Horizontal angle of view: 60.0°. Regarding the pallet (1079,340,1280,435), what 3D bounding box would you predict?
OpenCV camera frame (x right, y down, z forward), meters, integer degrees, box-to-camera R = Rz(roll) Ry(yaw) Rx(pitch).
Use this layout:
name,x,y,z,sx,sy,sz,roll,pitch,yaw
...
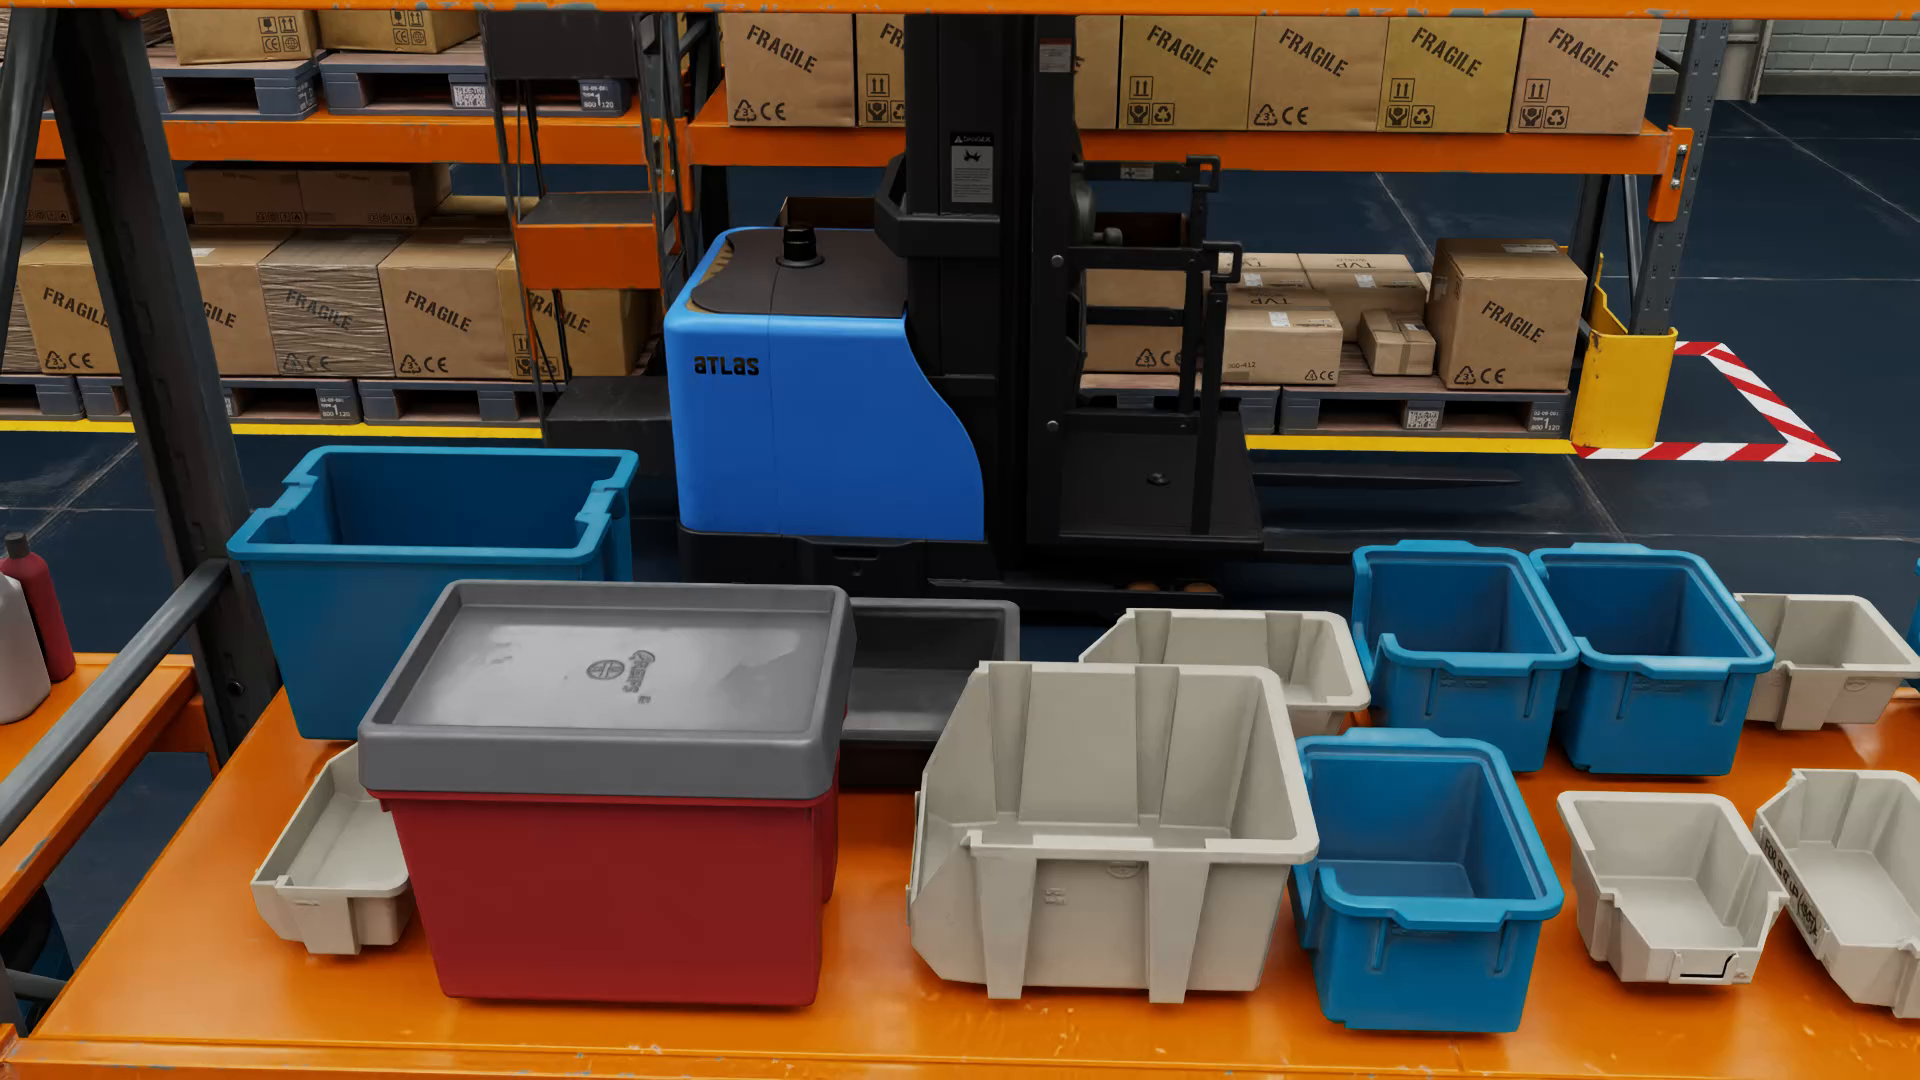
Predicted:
name,x,y,z,sx,sy,sz,roll,pitch,yaw
pallet,0.763,-0.784,7.504,1.213,0.211,1.003,1,28,2

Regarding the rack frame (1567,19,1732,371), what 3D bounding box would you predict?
name,x,y,z,sx,sy,sz,roll,pitch,yaw
rack frame,2.852,-1.981,6.784,0.127,3.000,1.000,1,28,2

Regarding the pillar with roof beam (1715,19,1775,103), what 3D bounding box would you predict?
name,x,y,z,sx,sy,sz,roll,pitch,yaw
pillar with roof beam,5.600,-5.295,6.632,0.400,9.000,9.100,1,28,2

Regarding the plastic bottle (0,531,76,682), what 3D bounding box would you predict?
name,x,y,z,sx,sy,sz,roll,pitch,yaw
plastic bottle,-1.676,0.117,2.951,0.133,0.283,0.061,1,28,2

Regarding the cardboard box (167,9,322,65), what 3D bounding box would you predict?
name,x,y,z,sx,sy,sz,roll,pitch,yaw
cardboard box,-2.914,-2.277,6.788,0.500,0.500,0.700,-6,29,-11

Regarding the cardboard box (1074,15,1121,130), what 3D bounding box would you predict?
name,x,y,z,sx,sy,sz,roll,pitch,yaw
cardboard box,0.365,-1.939,6.598,0.500,0.500,0.500,1,28,2

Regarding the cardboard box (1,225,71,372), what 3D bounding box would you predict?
name,x,y,z,sx,sy,sz,roll,pitch,yaw
cardboard box,-4.175,-1.056,7.238,0.500,0.500,0.500,0,28,0

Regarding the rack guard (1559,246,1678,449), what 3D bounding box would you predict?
name,x,y,z,sx,sy,sz,roll,pitch,yaw
rack guard,2.776,-0.878,7.372,0.348,0.500,1.175,1,28,2

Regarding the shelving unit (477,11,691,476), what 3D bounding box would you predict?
name,x,y,z,sx,sy,sz,roll,pitch,yaw
shelving unit,-1.234,-0.952,5.794,0.503,2.100,0.431,0,28,2

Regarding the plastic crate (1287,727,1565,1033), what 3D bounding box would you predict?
name,x,y,z,sx,sy,sz,roll,pitch,yaw
plastic crate,0.612,0.471,2.273,0.300,0.233,0.416,1,28,2

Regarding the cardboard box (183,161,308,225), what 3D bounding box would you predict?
name,x,y,z,sx,sy,sz,roll,pitch,yaw
cardboard box,-3.122,-1.615,7.492,0.500,0.250,0.500,0,28,1

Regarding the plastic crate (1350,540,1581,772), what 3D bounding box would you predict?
name,x,y,z,sx,sy,sz,roll,pitch,yaw
plastic crate,0.822,0.200,2.785,0.300,0.233,0.416,1,28,2

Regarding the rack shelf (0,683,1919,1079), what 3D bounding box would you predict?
name,x,y,z,sx,sy,sz,roll,pitch,yaw
rack shelf,0.674,0.622,2.641,4.000,0.370,1.077,1,28,2

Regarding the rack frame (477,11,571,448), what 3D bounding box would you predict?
name,x,y,z,sx,sy,sz,roll,pitch,yaw
rack frame,-1.478,-0.952,5.804,0.015,2.100,0.400,0,28,2

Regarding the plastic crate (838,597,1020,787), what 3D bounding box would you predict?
name,x,y,z,sx,sy,sz,roll,pitch,yaw
plastic crate,-0.196,0.259,2.788,0.590,0.125,0.437,1,28,2

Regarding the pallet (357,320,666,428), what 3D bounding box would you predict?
name,x,y,z,sx,sy,sz,roll,pitch,yaw
pallet,-1.960,-0.811,7.554,1.213,0.211,1.003,1,28,2

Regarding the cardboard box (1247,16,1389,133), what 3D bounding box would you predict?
name,x,y,z,sx,sy,sz,roll,pitch,yaw
cardboard box,1.377,-1.923,6.568,0.500,0.500,0.500,1,28,2

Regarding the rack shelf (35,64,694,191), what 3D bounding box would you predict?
name,x,y,z,sx,sy,sz,roll,pitch,yaw
rack shelf,-3.145,-1.762,7.140,4.000,0.370,1.077,1,28,2

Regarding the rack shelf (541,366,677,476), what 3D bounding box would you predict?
name,x,y,z,sx,sy,sz,roll,pitch,yaw
rack shelf,-1.219,-0.322,6.127,0.480,0.518,0.431,0,28,2

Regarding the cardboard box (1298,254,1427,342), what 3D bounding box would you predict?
name,x,y,z,sx,sy,sz,roll,pitch,yaw
cardboard box,1.818,-1.110,7.608,0.500,0.250,0.500,1,28,2

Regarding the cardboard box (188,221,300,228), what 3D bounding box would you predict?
name,x,y,z,sx,sy,sz,roll,pitch,yaw
cardboard box,-3.159,-1.283,7.667,0.500,0.500,0.500,0,28,0

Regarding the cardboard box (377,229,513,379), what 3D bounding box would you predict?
name,x,y,z,sx,sy,sz,roll,pitch,yaw
cardboard box,-2.143,-1.023,7.176,0.500,0.500,0.500,1,28,2

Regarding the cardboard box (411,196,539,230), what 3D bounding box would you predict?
name,x,y,z,sx,sy,sz,roll,pitch,yaw
cardboard box,-2.154,-1.263,7.628,0.500,0.500,0.500,1,28,3

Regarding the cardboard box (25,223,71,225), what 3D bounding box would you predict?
name,x,y,z,sx,sy,sz,roll,pitch,yaw
cardboard box,-4.201,-1.298,7.694,0.500,0.500,0.500,2,28,4

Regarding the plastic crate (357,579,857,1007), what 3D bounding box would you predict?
name,x,y,z,sx,sy,sz,roll,pitch,yaw
plastic crate,-0.441,0.349,2.257,0.583,0.464,0.402,1,28,2

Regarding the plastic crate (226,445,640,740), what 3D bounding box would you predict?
name,x,y,z,sx,sy,sz,roll,pitch,yaw
plastic crate,-0.846,0.100,2.812,0.575,0.384,0.392,1,28,2

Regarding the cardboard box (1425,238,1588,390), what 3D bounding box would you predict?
name,x,y,z,sx,sy,sz,roll,pitch,yaw
cardboard box,2.299,-0.965,7.066,0.500,0.500,0.500,1,28,2

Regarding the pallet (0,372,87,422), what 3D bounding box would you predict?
name,x,y,z,sx,sy,sz,roll,pitch,yaw
pallet,-4.399,-0.851,7.630,1.213,0.211,1.003,1,28,2

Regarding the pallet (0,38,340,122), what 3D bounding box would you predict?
name,x,y,z,sx,sy,sz,roll,pitch,yaw
pallet,-3.200,-1.998,7.022,1.213,0.211,1.003,1,28,2

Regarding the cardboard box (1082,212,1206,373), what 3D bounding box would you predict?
name,x,y,z,sx,sy,sz,roll,pitch,yaw
cardboard box,0.732,-1.110,7.337,0.637,0.503,0.797,1,28,2

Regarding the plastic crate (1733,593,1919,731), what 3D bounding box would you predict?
name,x,y,z,sx,sy,sz,roll,pitch,yaw
plastic crate,1.442,0.214,2.861,0.298,0.136,0.250,1,28,2

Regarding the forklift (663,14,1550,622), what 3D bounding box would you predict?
name,x,y,z,sx,sy,sz,roll,pitch,yaw
forklift,0.567,-1.239,5.459,3.031,2.935,1.130,2,28,4

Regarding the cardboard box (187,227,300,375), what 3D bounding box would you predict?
name,x,y,z,sx,sy,sz,roll,pitch,yaw
cardboard box,-3.152,-1.039,7.206,0.500,0.500,0.500,0,28,0

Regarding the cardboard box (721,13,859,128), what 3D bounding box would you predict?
name,x,y,z,sx,sy,sz,roll,pitch,yaw
cardboard box,-0.646,-1.955,6.629,0.500,0.500,0.500,2,28,3

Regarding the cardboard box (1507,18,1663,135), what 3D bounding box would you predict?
name,x,y,z,sx,sy,sz,roll,pitch,yaw
cardboard box,2.394,-1.905,6.534,0.500,0.500,0.500,2,28,3

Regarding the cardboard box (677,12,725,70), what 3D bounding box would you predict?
name,x,y,z,sx,sy,sz,roll,pitch,yaw
cardboard box,-1.629,-3.551,11.594,0.750,0.750,0.750,1,28,2

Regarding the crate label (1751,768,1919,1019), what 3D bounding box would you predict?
name,x,y,z,sx,sy,sz,roll,pitch,yaw
crate label,1.283,0.494,2.333,0.243,0.136,0.396,1,28,2

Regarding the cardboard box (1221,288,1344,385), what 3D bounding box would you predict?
name,x,y,z,sx,sy,sz,roll,pitch,yaw
cardboard box,1.351,-0.884,7.181,0.500,0.250,0.500,1,28,2
